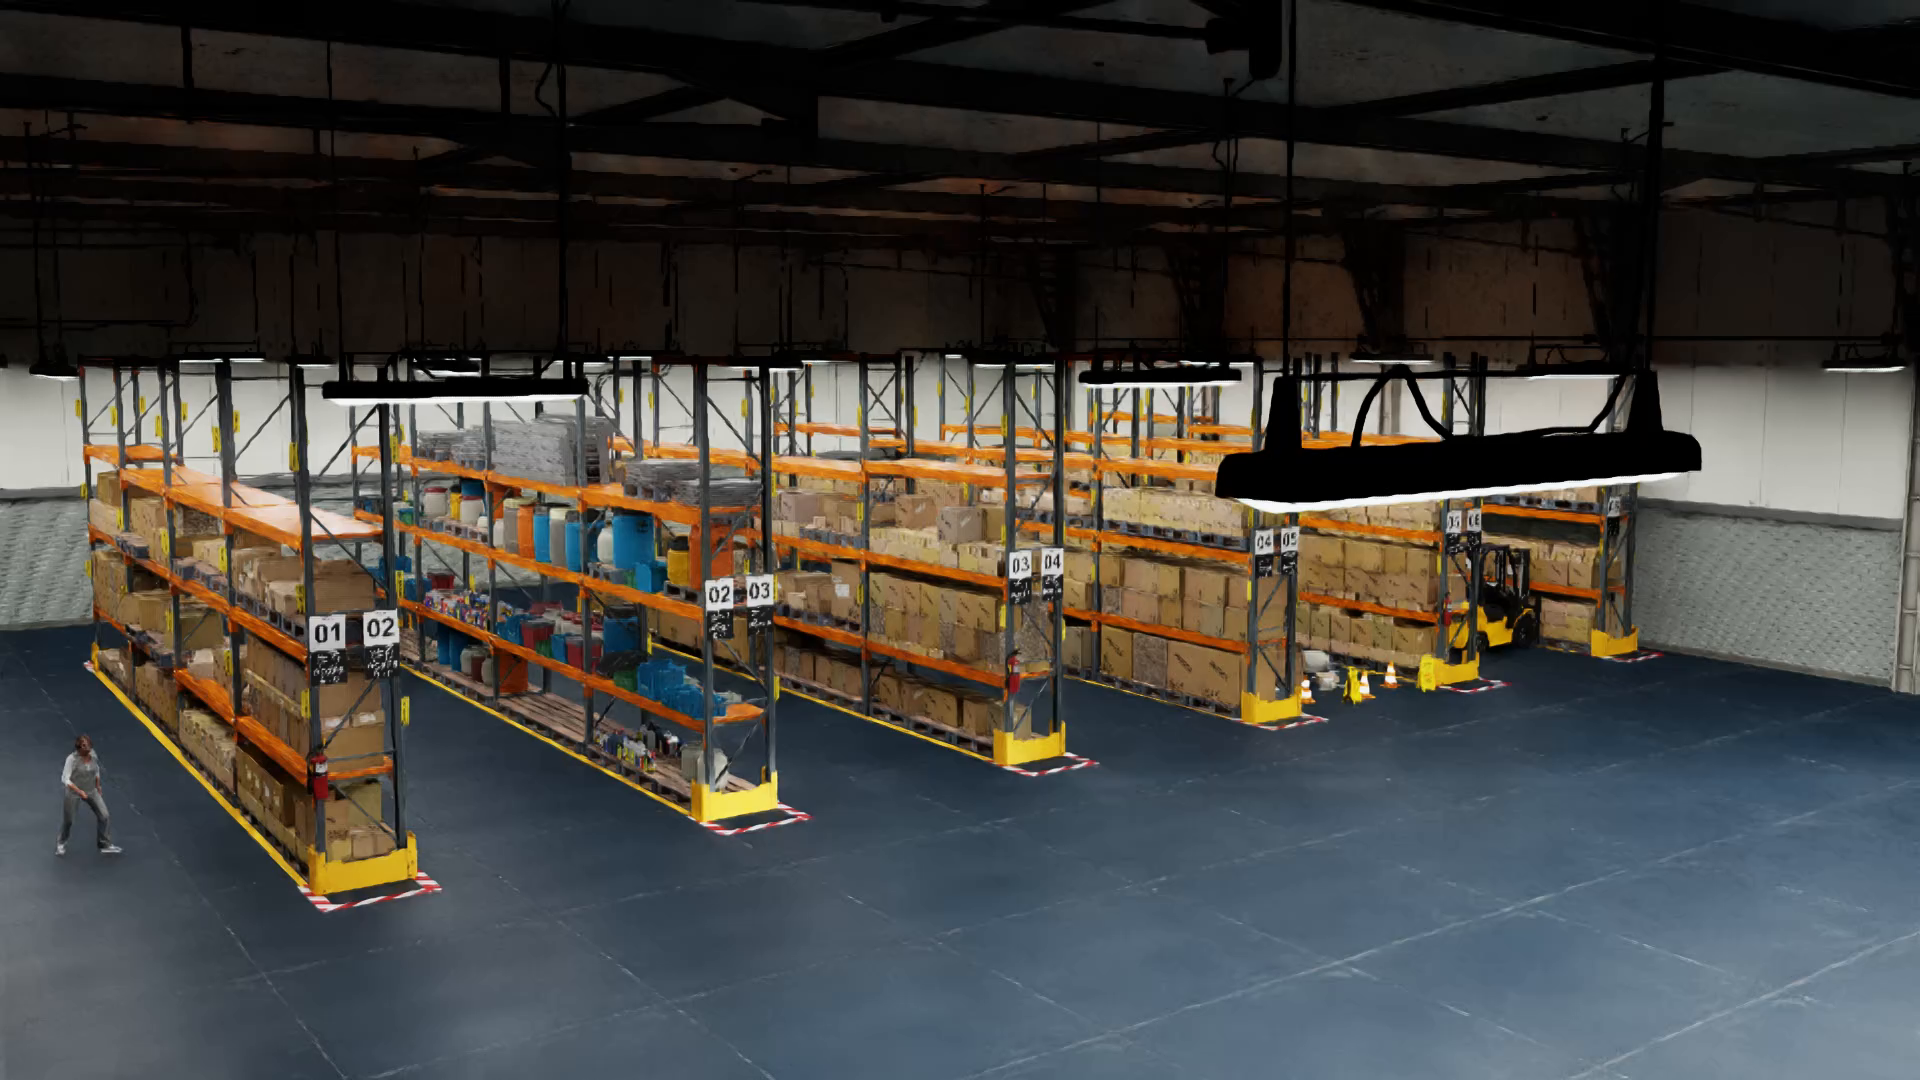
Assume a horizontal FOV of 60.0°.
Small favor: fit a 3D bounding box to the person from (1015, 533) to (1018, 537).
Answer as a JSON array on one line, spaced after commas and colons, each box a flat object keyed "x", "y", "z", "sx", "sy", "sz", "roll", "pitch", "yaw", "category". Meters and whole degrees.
[{"x": 1.240, "y": 0.675, "z": 39.267, "sx": 0.596, "sy": 1.783, "sz": 0.673, "roll": -2, "pitch": 7, "yaw": -17, "category": "person"}]

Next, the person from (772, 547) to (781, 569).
[{"x": -4.216, "y": 0.985, "z": 37.085, "sx": 0.543, "sy": 1.700, "sz": 1.115, "roll": -5, "pitch": 8, "yaw": -33, "category": "person"}]

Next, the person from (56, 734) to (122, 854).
[{"x": -10.756, "y": 3.098, "z": 20.372, "sx": 0.788, "sy": 1.525, "sz": 0.561, "roll": 5, "pitch": 9, "yaw": 37, "category": "person"}]
